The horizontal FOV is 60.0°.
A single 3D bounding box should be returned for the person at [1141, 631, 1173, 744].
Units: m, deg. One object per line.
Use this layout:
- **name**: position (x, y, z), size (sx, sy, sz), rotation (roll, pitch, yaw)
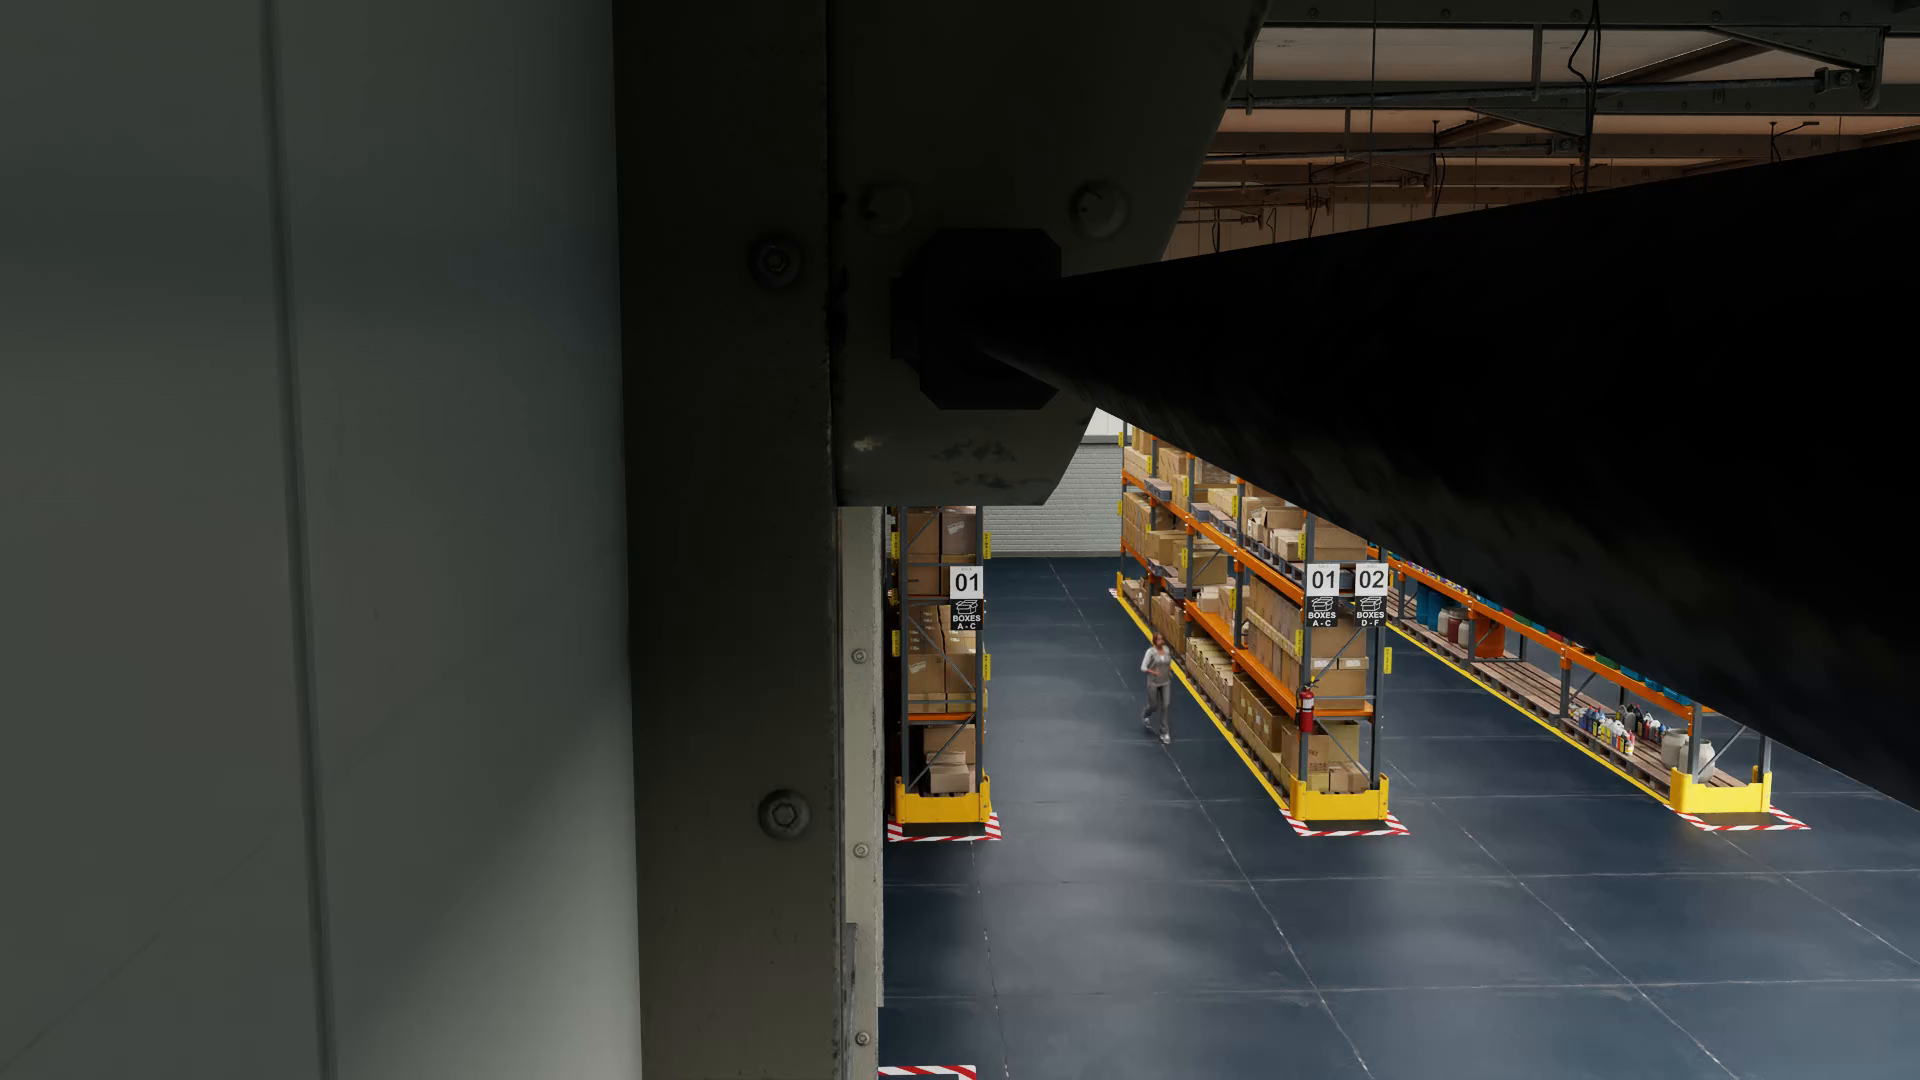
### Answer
- **person**: position (2.898, 2.121, 24.364), size (0.540, 1.593, 0.872), rotation (-2, 8, -15)
